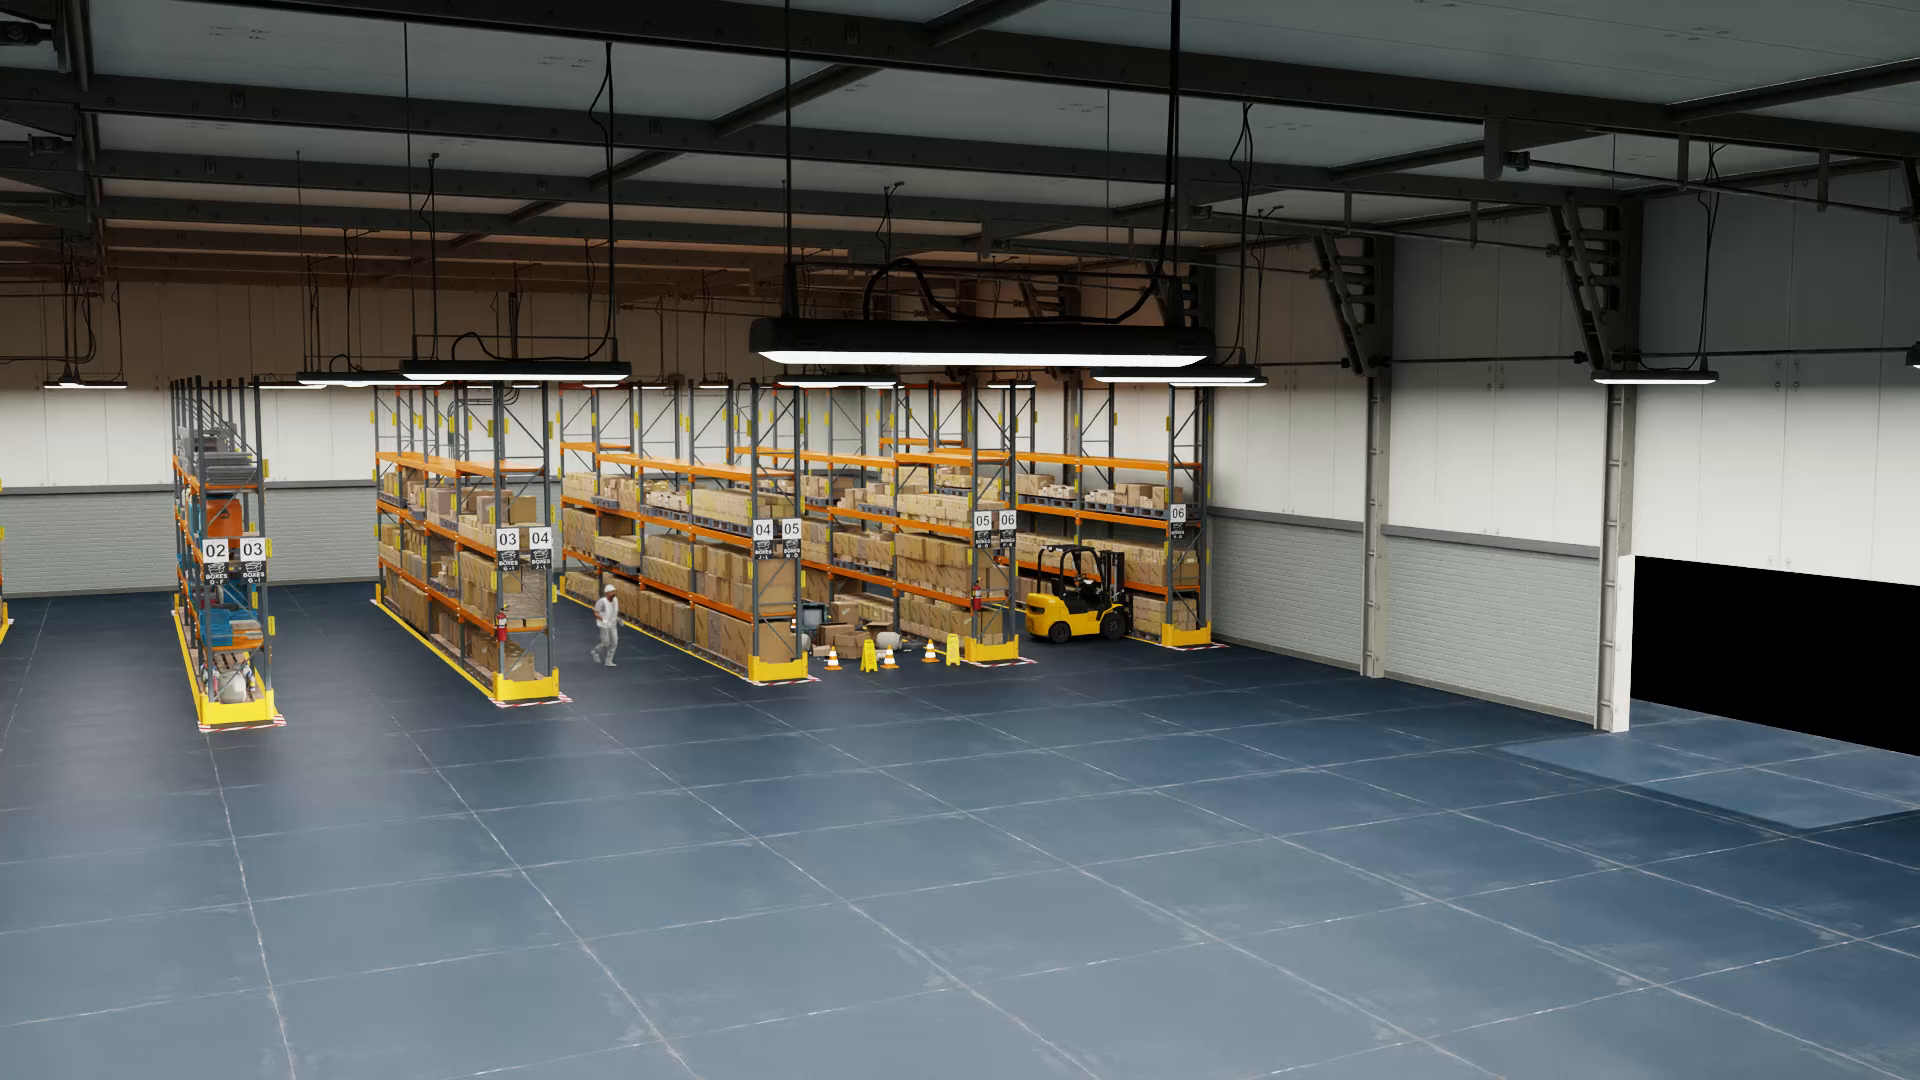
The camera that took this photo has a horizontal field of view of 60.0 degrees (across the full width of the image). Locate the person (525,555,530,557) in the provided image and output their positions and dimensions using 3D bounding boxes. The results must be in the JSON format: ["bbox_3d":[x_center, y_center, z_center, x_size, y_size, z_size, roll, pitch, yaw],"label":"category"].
[{"bbox_3d":[-12.200,0.690,47.164,0.713,1.684,0.672,0,5,3],"label":"person"}]

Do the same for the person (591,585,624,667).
[{"bbox_3d":[-7.414,1.787,34.730,0.709,1.729,0.681,4,6,36],"label":"person"}]
